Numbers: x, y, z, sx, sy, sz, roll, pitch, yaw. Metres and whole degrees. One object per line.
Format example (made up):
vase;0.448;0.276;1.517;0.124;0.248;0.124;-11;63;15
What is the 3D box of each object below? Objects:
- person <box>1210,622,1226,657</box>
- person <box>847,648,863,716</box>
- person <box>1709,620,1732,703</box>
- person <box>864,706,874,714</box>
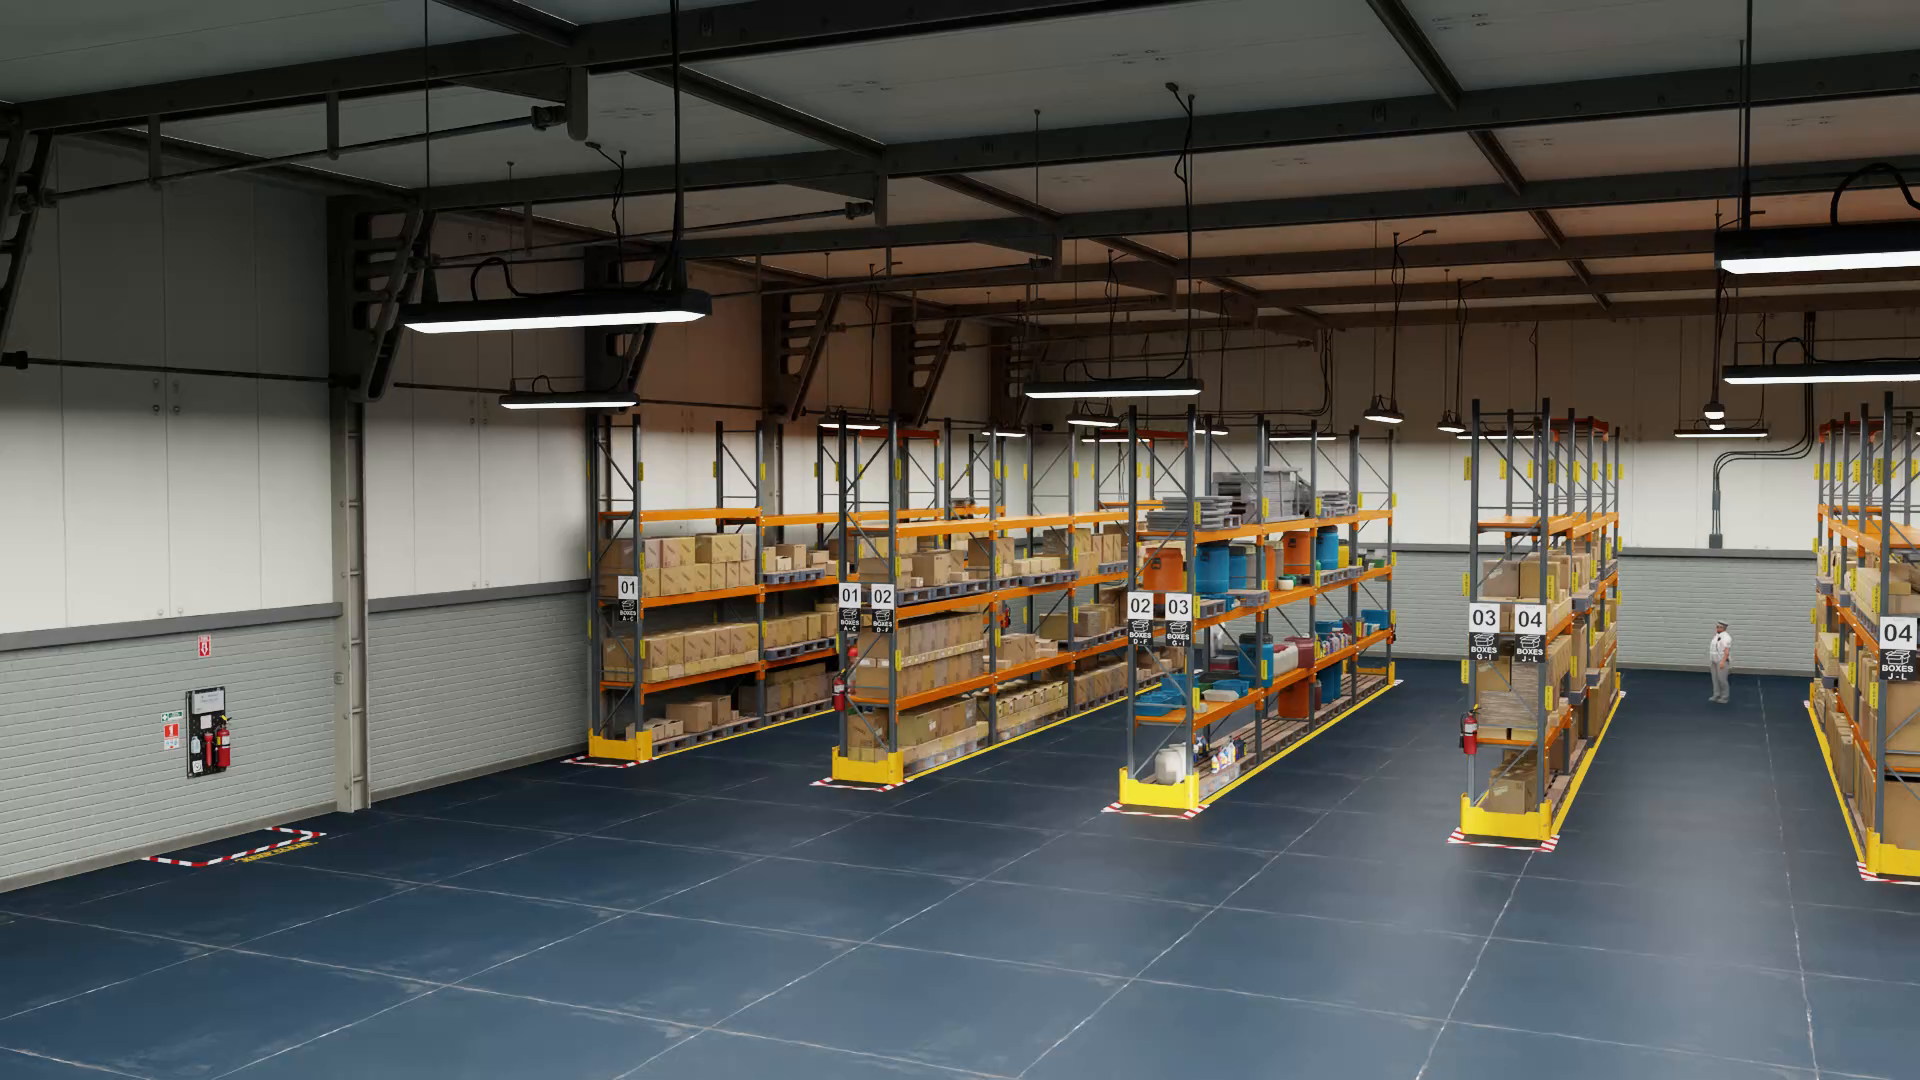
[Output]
person;6.625;2.409;42.833;0.498;1.677;0.517;1;3;28
person;-1.926;2.859;30.129;0.404;1.791;0.611;1;2;18
person;16.557;2.639;36.210;0.414;1.790;0.569;0;2;-12
person;-1.934;2.811;33.972;0.367;1.622;0.512;0;2;3
